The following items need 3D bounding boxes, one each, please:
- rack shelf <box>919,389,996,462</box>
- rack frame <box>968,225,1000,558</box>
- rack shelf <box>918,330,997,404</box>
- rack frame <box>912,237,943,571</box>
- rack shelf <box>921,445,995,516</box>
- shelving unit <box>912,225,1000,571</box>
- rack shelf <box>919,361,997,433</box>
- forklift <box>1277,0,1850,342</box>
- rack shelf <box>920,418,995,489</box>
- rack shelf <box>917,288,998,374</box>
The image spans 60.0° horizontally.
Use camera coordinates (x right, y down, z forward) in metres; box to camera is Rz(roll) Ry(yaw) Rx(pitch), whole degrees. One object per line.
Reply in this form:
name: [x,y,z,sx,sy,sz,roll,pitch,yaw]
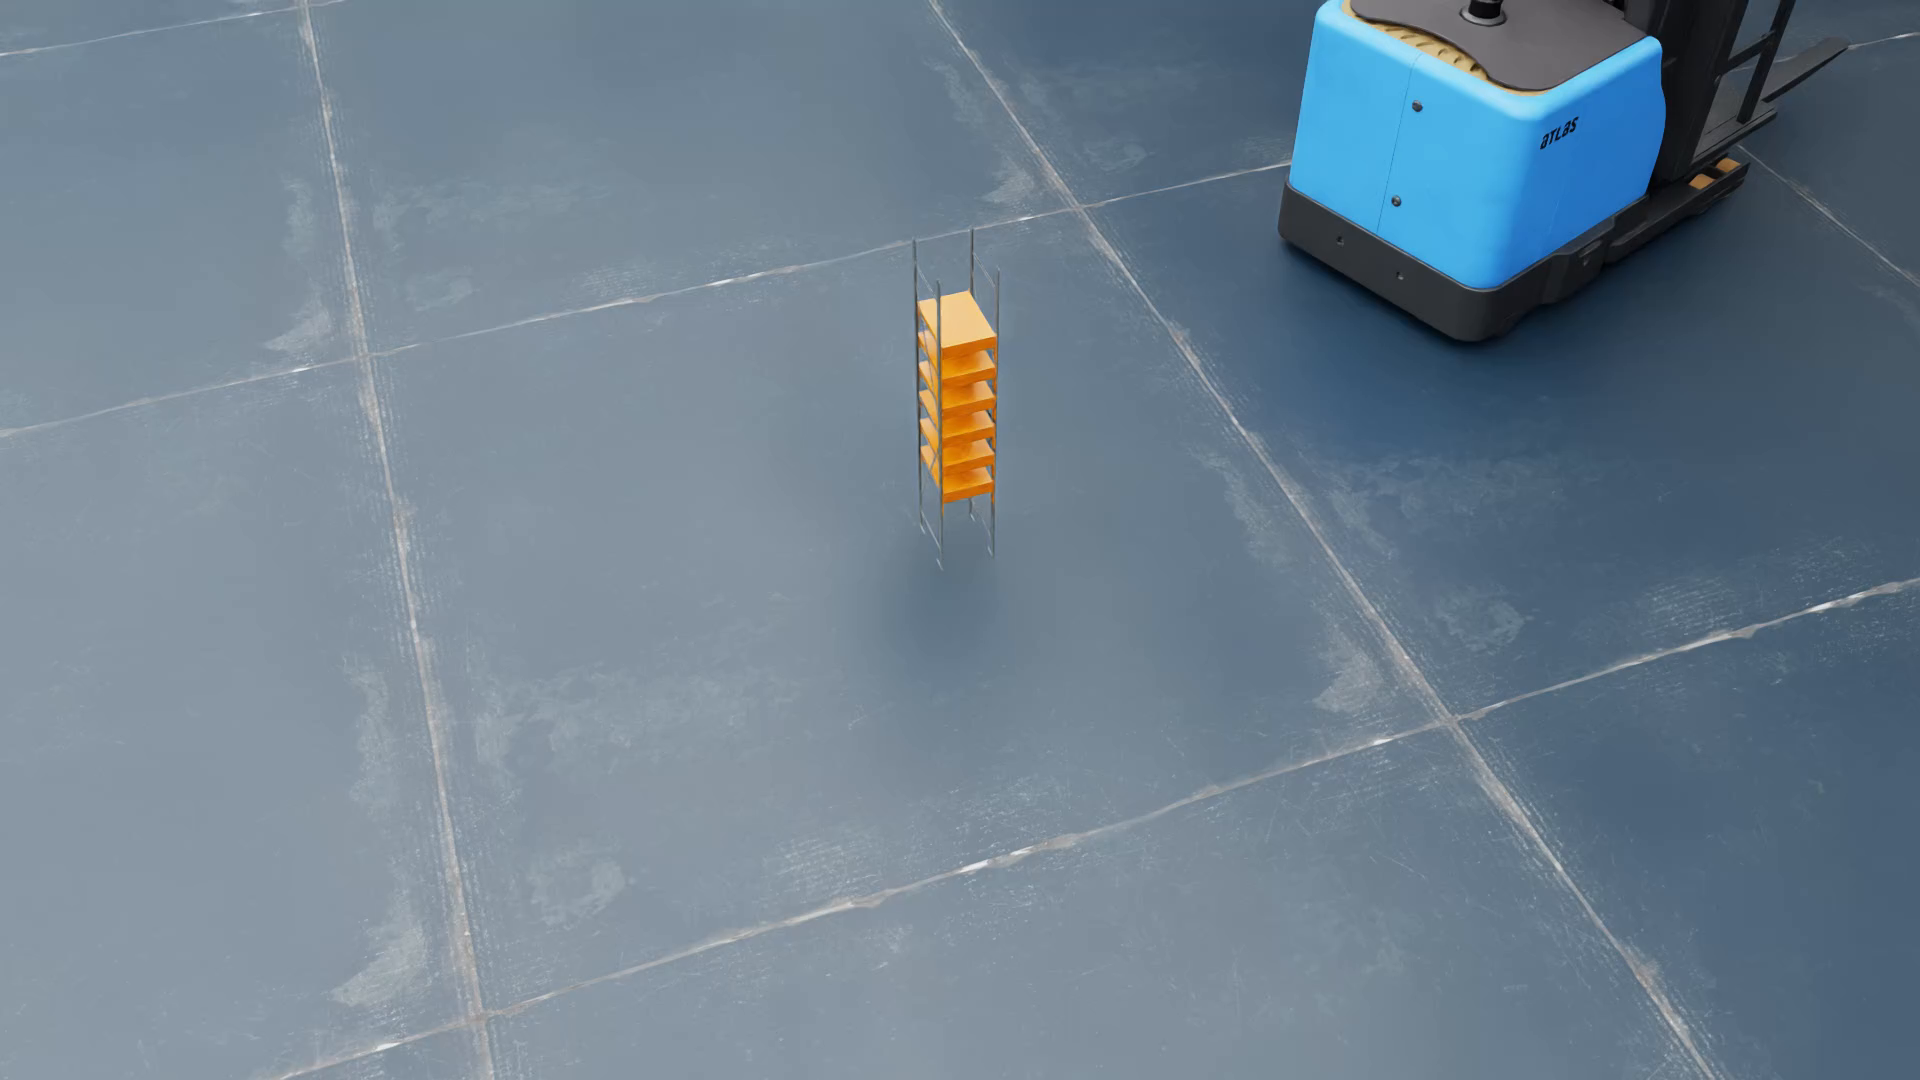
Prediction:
rack shelf: [-0.014,-0.389,5.353,0.180,0.103,0.258,-14,47,-14]
rack frame: [0.072,-0.442,5.343,0.006,1.200,0.240,-14,47,-14]
rack shelf: [-0.014,-0.558,5.183,0.180,0.103,0.258,-14,47,-14]
rack frame: [-0.100,-0.398,5.300,0.006,1.200,0.240,-14,47,-14]
rack shelf: [-0.014,-0.219,5.523,0.180,0.103,0.258,-14,47,-14]
shelving unit: [-0.014,-0.420,5.322,0.189,1.200,0.258,-14,47,-14]
rack shelf: [-0.014,-0.473,5.268,0.180,0.103,0.258,-14,47,-14]
forklift: [2.777,-2.691,6.363,3.031,2.935,1.130,-31,53,-27]
rack shelf: [-0.014,-0.304,5.438,0.180,0.103,0.258,-14,47,-14]
rack shelf: [-0.014,-0.643,5.098,0.180,0.103,0.258,-14,47,-14]
